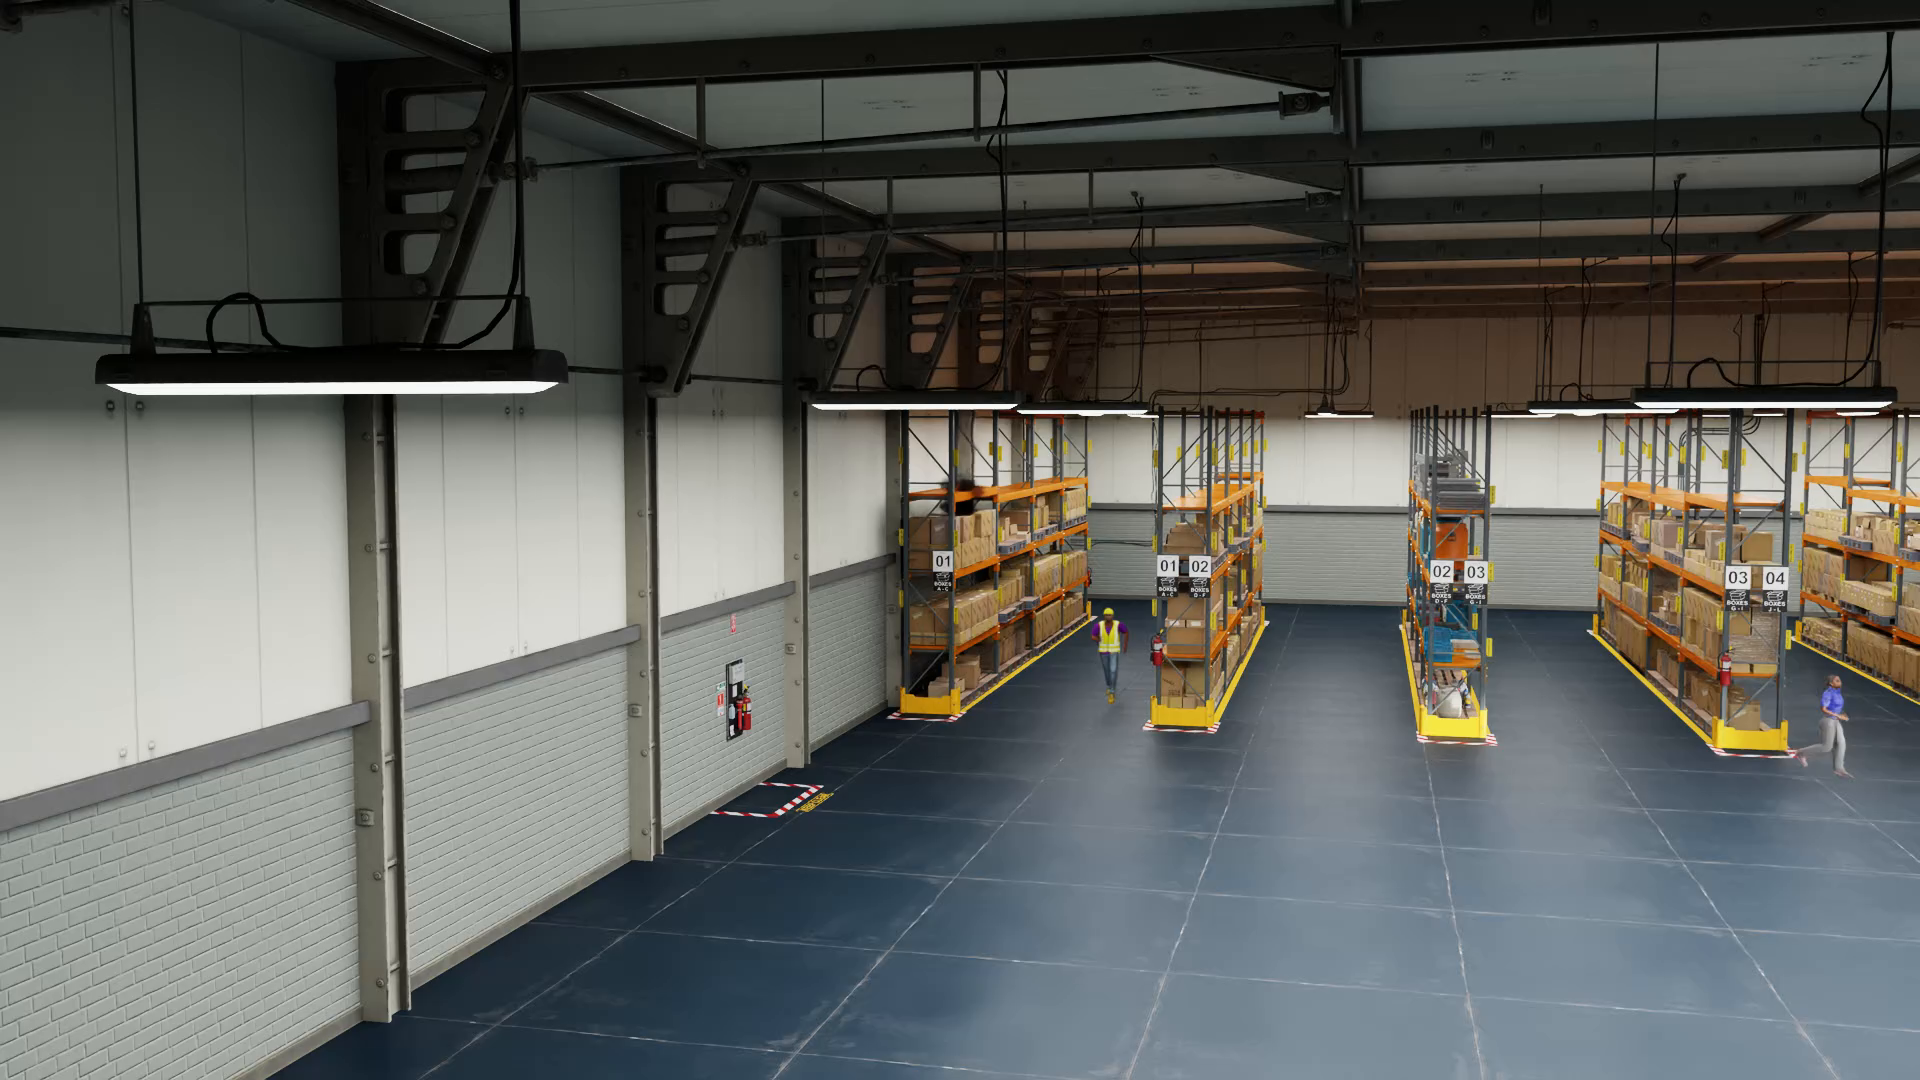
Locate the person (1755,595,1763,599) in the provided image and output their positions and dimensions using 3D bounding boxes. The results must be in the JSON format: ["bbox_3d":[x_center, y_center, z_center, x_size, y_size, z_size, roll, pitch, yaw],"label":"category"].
[{"bbox_3d":[20.341,1.881,42.465,0.551,1.627,0.862,2,5,25],"label":"person"}]

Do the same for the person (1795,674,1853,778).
[{"bbox_3d":[14.040,2.986,26.927,0.587,1.656,0.840,-4,6,-44],"label":"person"}]

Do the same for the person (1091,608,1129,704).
[{"bbox_3d":[2.920,2.238,32.627,0.717,1.833,0.847,1,4,16],"label":"person"}]
